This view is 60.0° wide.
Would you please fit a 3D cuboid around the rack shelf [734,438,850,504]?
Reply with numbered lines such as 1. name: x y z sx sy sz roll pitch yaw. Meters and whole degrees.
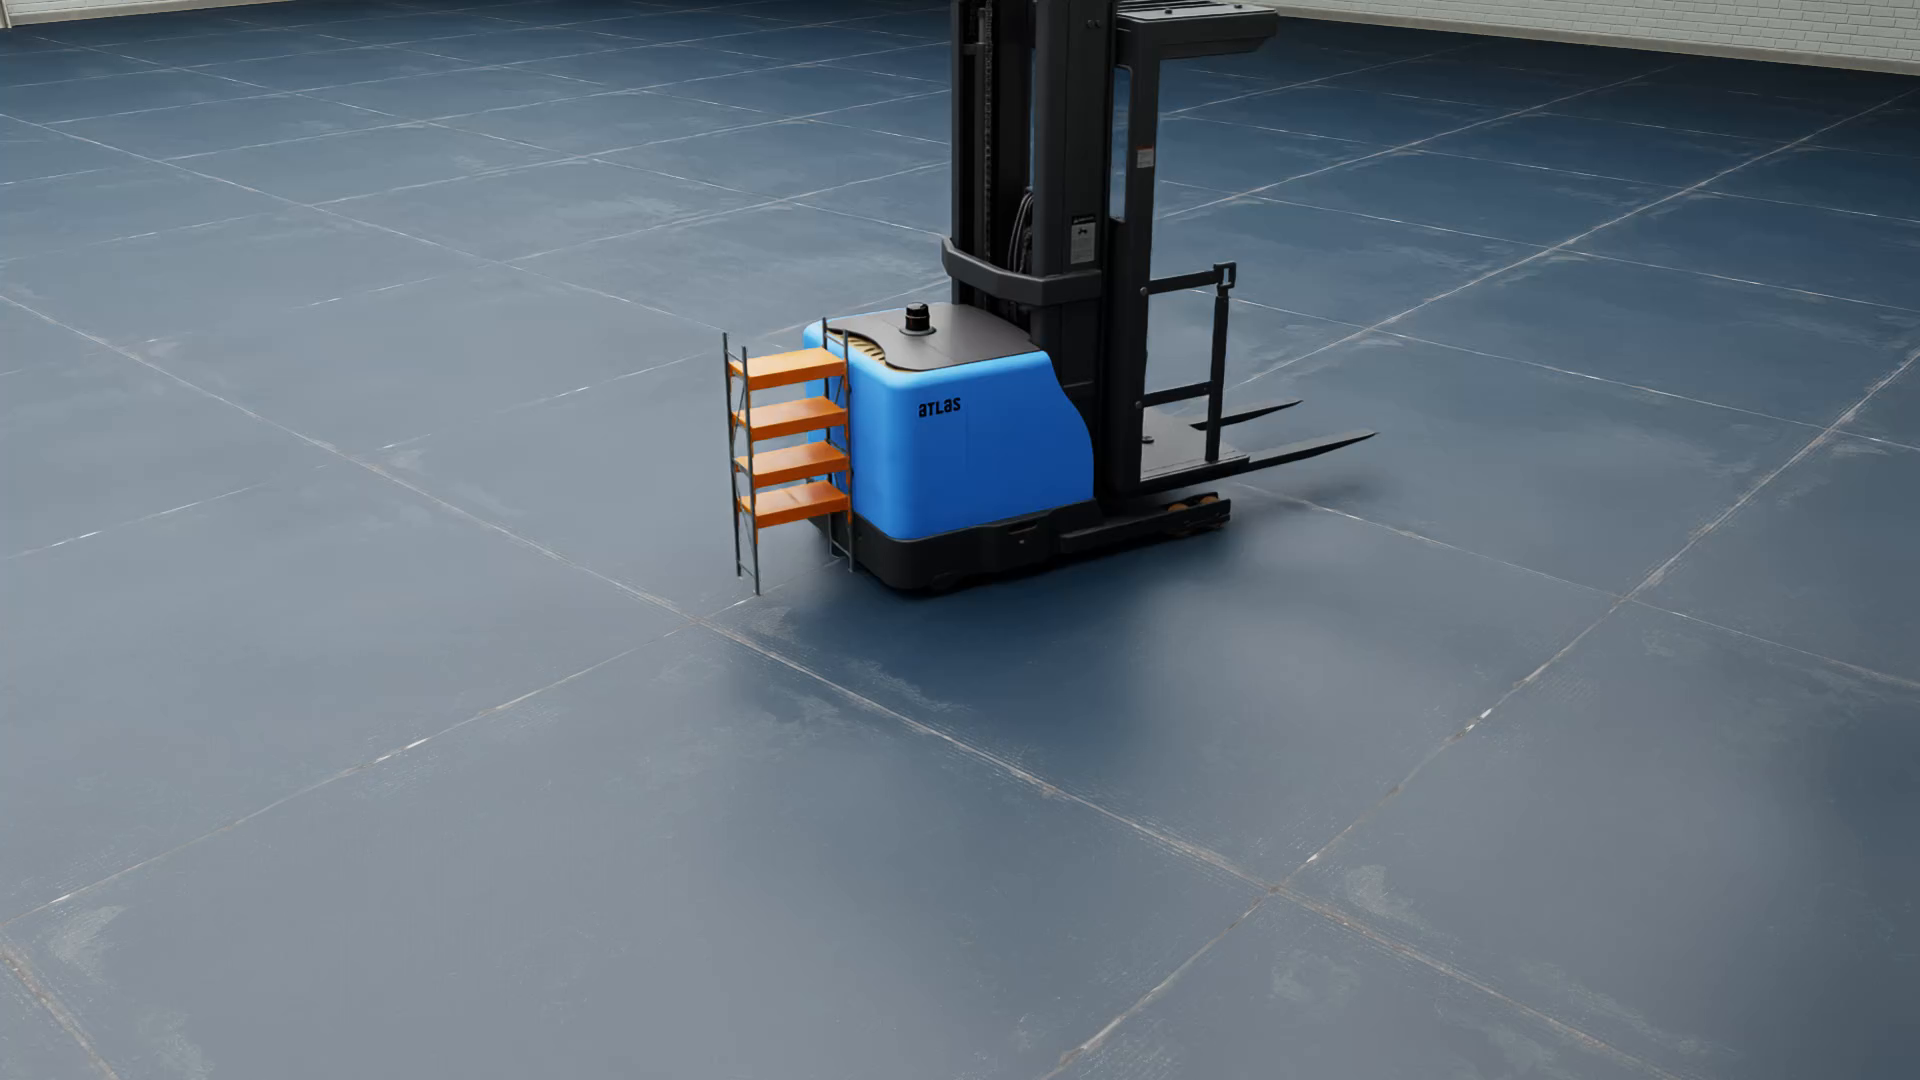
1. rack shelf: -0.777 -0.320 7.661 0.480 0.148 0.258 -13 27 -27

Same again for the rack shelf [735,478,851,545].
1. rack shelf: -0.777 -0.139 7.742 0.480 0.148 0.258 -13 27 -27

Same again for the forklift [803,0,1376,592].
1. forklift: 0.773 -1.524 8.066 3.031 2.935 1.130 -13 27 -27

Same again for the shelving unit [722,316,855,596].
1. shelving unit: -0.777 -0.381 7.634 0.503 1.200 0.258 -13 27 -27

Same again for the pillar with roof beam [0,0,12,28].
1. pillar with roof beam: -12.072 -11.034 21.861 9.100 9.000 0.400 20 31 38

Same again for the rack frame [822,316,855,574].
1. rack frame: -0.566 -0.431 7.744 0.015 1.200 0.240 -13 27 -27

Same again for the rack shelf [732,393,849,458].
1. rack shelf: -0.777 -0.524 7.570 0.480 0.148 0.258 -13 27 -27

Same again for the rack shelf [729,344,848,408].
1. rack shelf: -0.777 -0.740 7.473 0.480 0.148 0.258 -13 27 -27

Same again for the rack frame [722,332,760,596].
1. rack frame: -0.989 -0.332 7.523 0.015 1.200 0.240 -13 27 -27
